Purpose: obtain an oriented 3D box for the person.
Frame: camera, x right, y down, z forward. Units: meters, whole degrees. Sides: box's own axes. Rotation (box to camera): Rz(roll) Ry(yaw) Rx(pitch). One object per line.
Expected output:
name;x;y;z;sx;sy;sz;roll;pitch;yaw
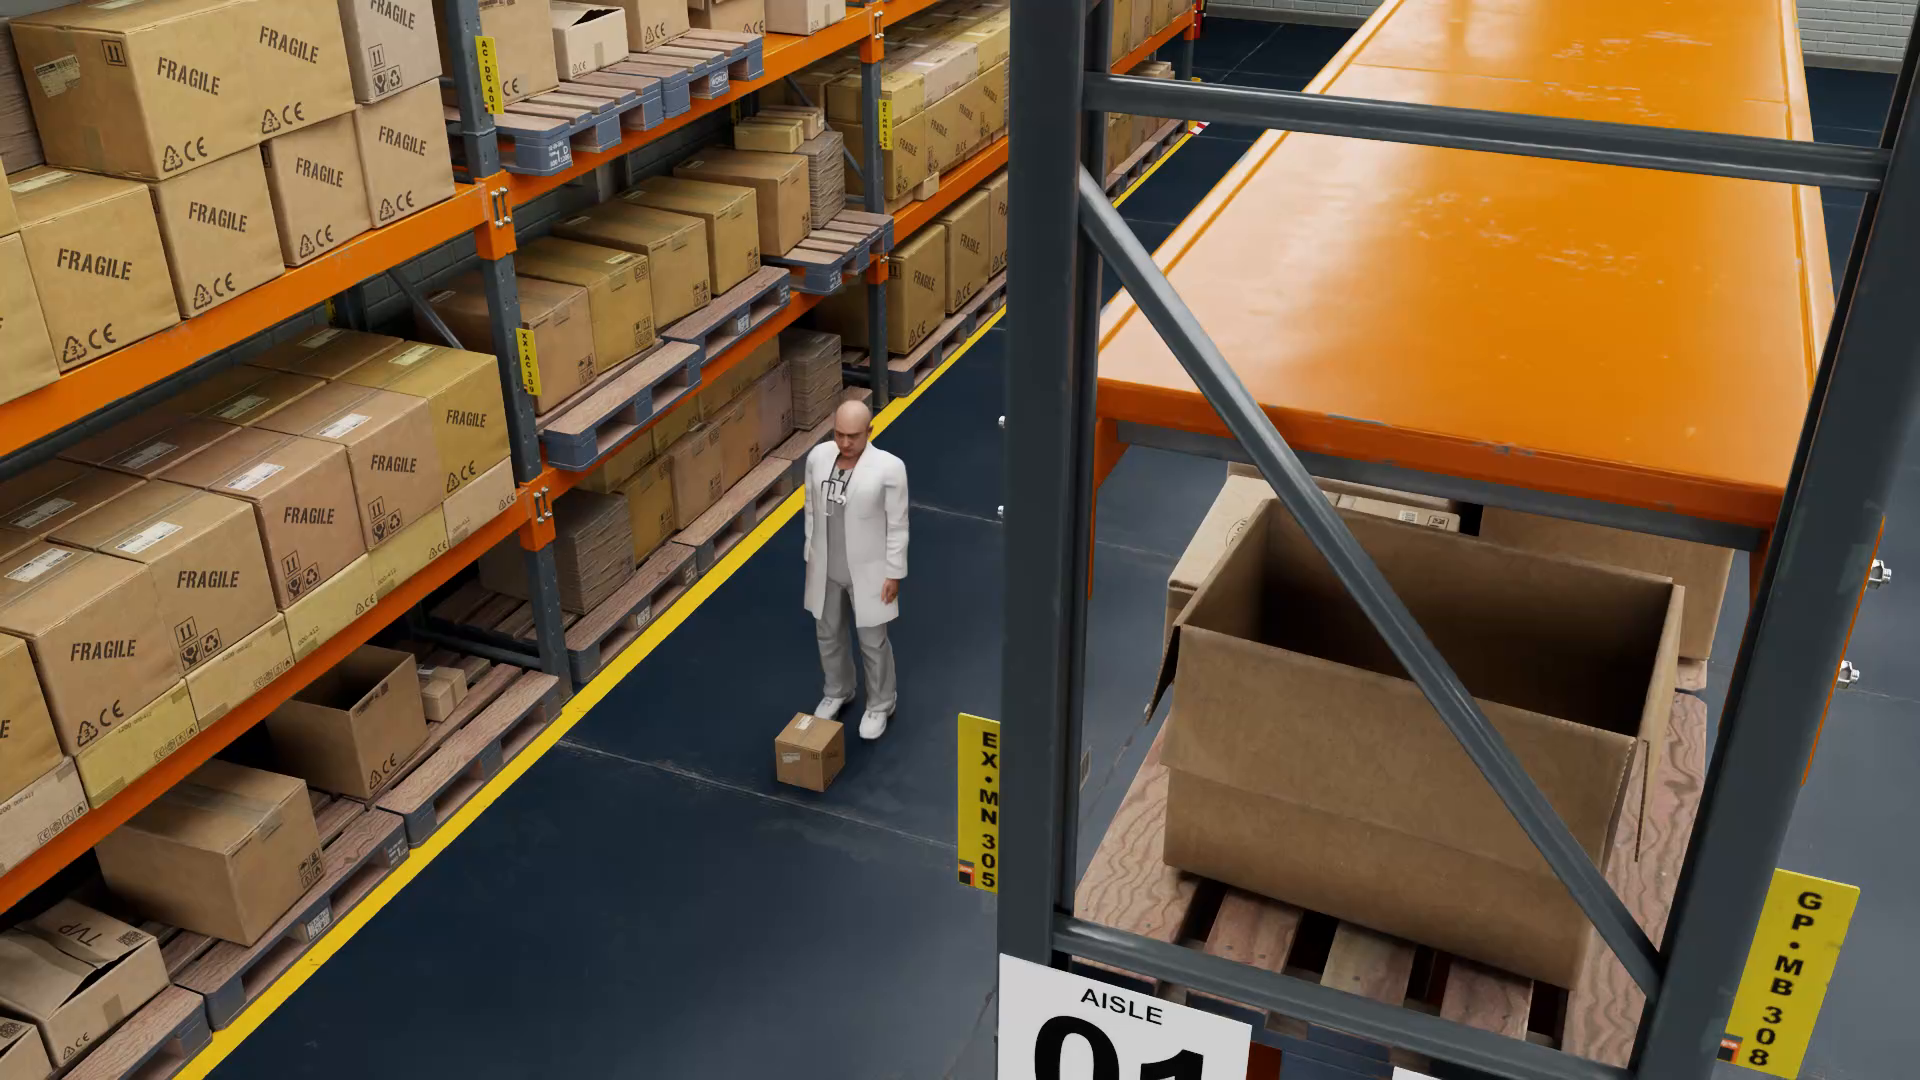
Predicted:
person;-0.519;0.145;8.165;0.562;1.775;0.382;12;31;20
